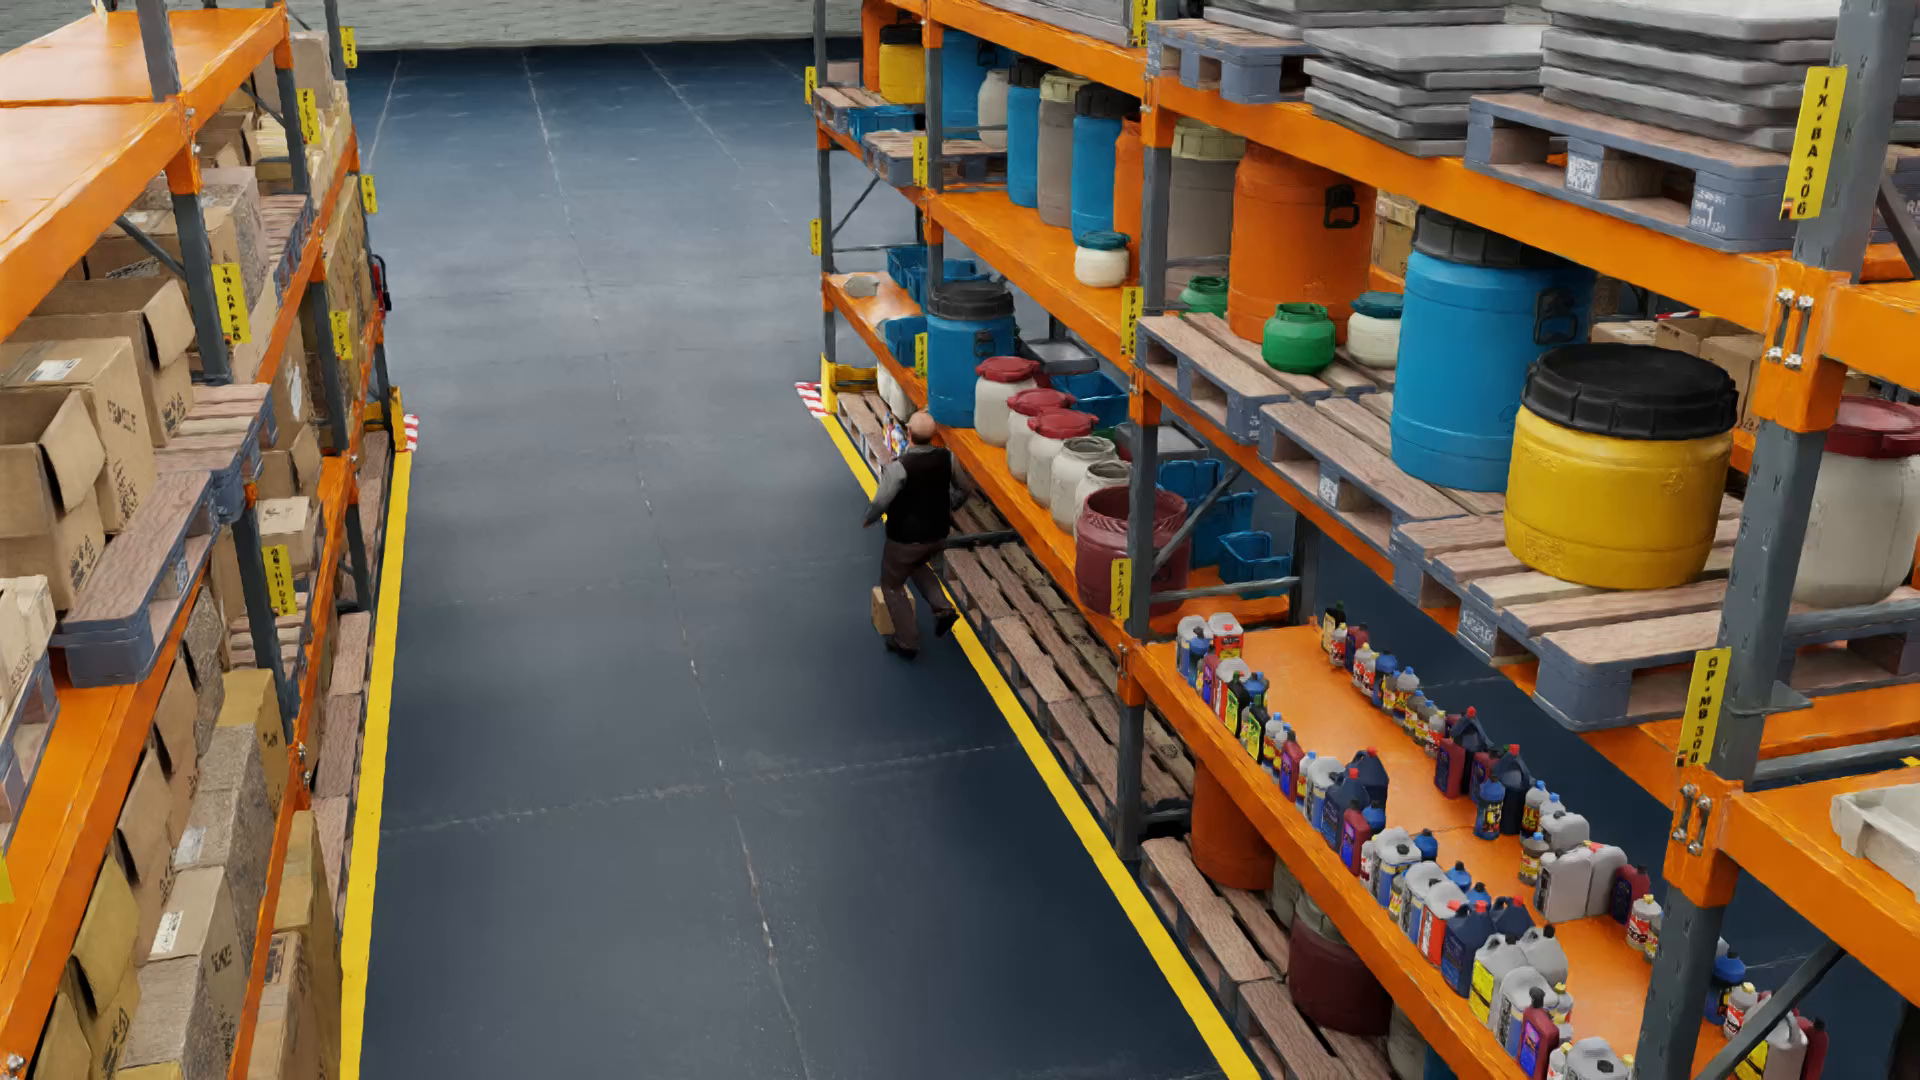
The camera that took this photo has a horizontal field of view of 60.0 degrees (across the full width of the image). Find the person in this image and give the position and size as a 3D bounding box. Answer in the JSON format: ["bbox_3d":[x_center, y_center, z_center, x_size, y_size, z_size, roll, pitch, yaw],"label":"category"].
[{"bbox_3d":[-0.324,-0.046,10.851,0.716,1.694,0.505,-18,29,-36],"label":"person"}]
